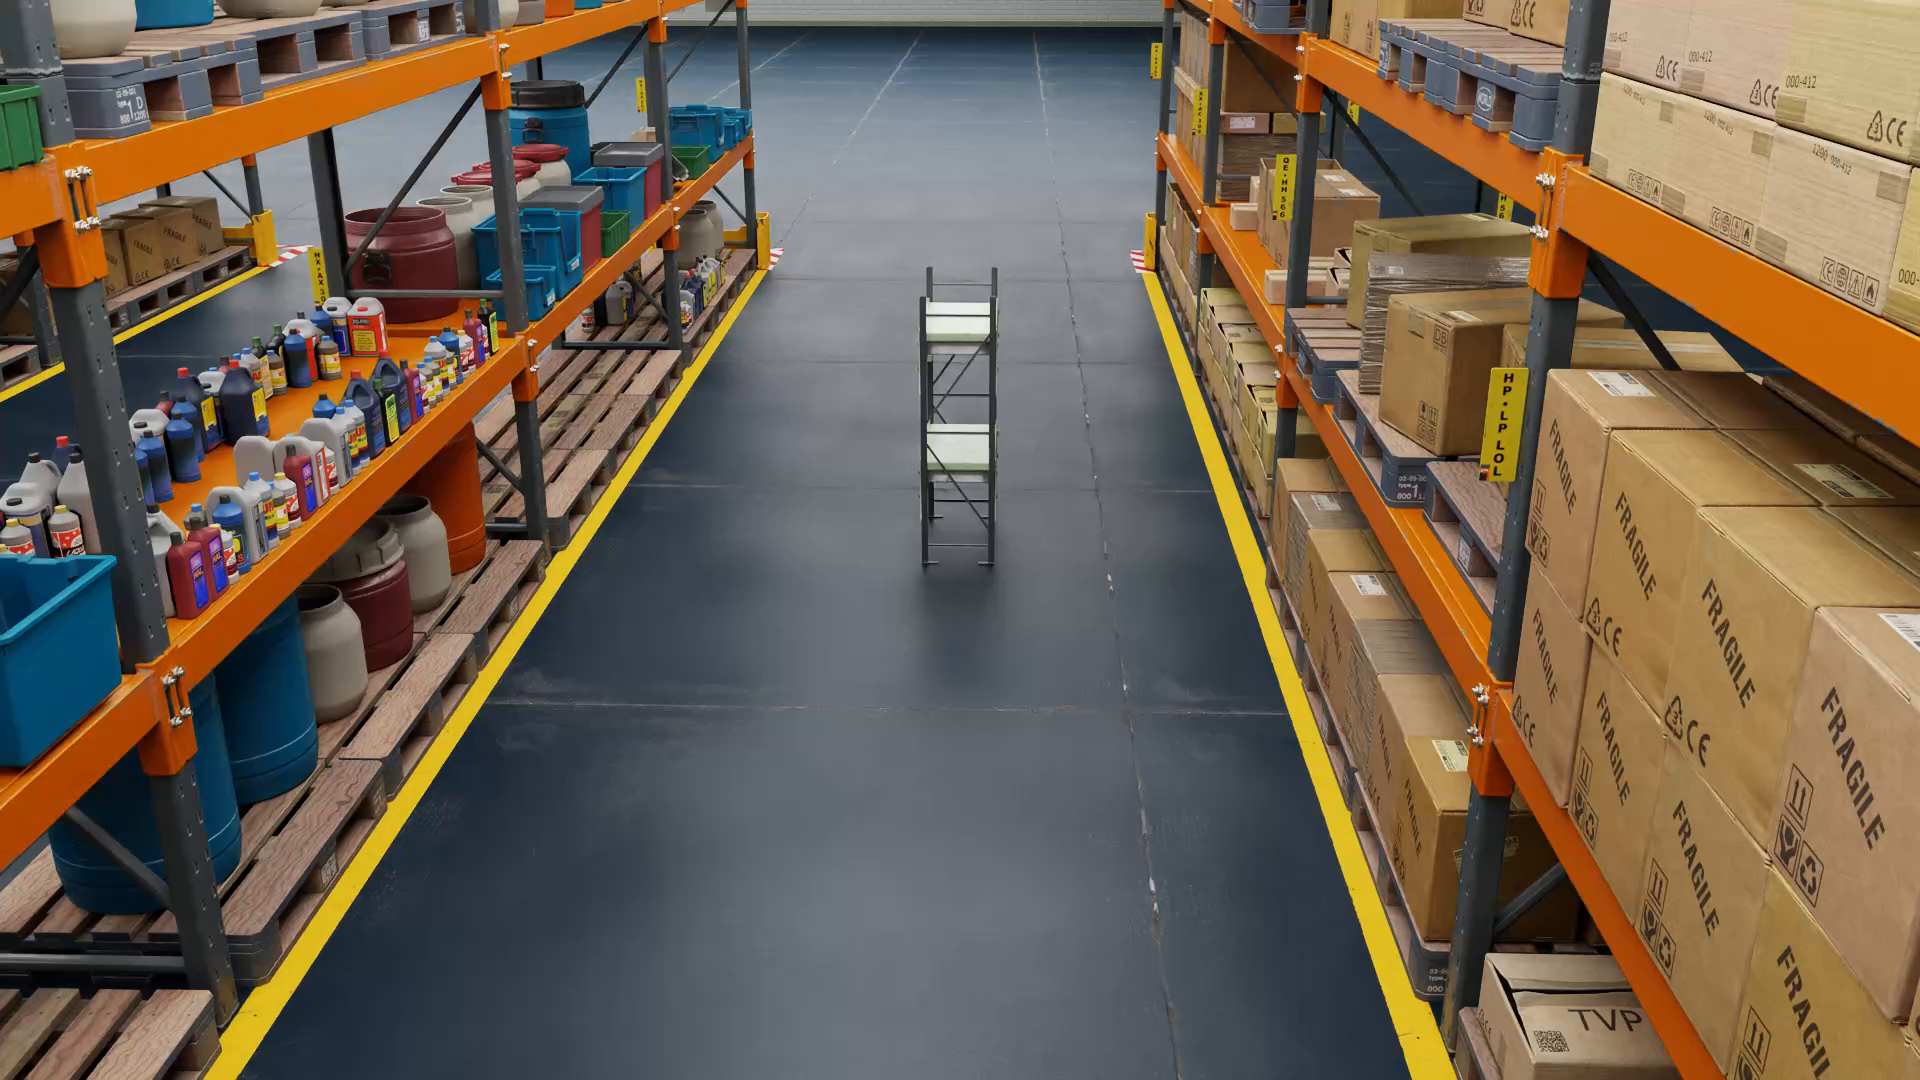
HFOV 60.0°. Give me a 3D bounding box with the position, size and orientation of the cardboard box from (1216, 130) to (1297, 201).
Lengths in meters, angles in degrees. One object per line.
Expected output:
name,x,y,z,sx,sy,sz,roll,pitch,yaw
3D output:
cardboard box,2.308,-2.872,12.646,0.700,0.500,0.500,0,21,0

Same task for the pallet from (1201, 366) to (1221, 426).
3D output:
pallet,2.317,-1.098,12.067,1.003,0.211,1.213,1,21,2

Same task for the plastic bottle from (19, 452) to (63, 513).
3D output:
plastic bottle,-3.193,-0.141,5.814,0.144,0.351,0.185,1,21,2

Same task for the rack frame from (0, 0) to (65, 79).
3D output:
rack frame,-2.893,-2.625,3.854,1.000,3.000,0.127,1,21,2

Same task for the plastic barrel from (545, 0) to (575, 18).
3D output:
plastic barrel,-2.510,-3.404,9.415,0.600,0.830,0.708,1,21,2

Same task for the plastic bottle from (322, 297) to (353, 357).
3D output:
plastic bottle,-3.108,-1.064,8.295,0.152,0.276,0.135,1,21,2

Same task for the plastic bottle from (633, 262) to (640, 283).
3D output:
plastic bottle,-2.898,-2.378,14.771,0.097,0.201,0.097,0,21,0

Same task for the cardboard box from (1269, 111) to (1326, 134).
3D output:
cardboard box,2.503,-3.109,12.360,0.380,0.149,0.250,1,21,2

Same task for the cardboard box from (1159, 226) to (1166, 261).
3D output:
cardboard box,2.184,-2.834,15.906,0.500,0.250,0.500,1,21,2

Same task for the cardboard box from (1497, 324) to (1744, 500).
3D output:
cardboard box,2.253,-0.433,5.779,0.700,0.500,0.500,4,22,10

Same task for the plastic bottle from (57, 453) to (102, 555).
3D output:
plastic bottle,-3.048,-0.140,5.810,0.144,0.351,0.185,1,21,2

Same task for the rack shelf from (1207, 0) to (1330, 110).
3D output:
rack shelf,2.240,-3.005,9.974,1.077,0.370,4.000,1,21,2

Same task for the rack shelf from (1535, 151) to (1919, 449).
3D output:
rack shelf,1.997,-0.112,2.520,1.077,0.370,4.000,1,21,2

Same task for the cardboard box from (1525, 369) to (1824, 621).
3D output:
cardboard box,1.762,-0.118,4.166,0.500,0.500,0.500,1,21,3

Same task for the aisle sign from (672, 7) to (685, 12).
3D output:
aisle sign,-2.819,-5.408,15.727,0.394,0.787,0.004,1,21,2

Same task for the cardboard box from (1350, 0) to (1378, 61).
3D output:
cardboard box,2.184,-2.321,7.080,0.910,0.500,0.500,1,21,2

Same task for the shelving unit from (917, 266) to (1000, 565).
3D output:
shelving unit,0.000,-0.702,9.264,0.431,1.500,0.755,1,21,2

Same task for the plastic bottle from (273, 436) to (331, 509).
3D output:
plastic bottle,-2.470,-0.268,6.245,0.152,0.276,0.135,1,21,2

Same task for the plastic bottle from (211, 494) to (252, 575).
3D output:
plastic bottle,-2.464,-0.022,5.616,0.097,0.271,0.097,0,21,0

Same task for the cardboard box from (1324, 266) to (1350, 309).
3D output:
cardboard box,2.234,-1.308,8.877,0.500,0.311,0.500,2,21,5

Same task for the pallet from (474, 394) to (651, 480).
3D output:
pallet,-2.670,-0.694,11.026,1.003,0.211,1.213,1,21,2

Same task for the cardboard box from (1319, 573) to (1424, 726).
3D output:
cardboard box,1.838,0.462,7.038,0.500,0.500,0.500,0,21,0

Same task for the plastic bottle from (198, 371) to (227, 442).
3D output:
plastic bottle,-3.150,-0.562,7.003,0.152,0.276,0.135,1,21,2

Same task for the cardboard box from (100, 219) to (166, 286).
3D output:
cardboard box,-7.537,-2.584,14.916,0.500,0.500,0.500,3,21,7

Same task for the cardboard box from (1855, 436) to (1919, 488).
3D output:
cardboard box,2.288,0.086,3.641,0.500,0.500,0.500,0,21,1

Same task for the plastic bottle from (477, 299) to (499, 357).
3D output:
plastic bottle,-2.358,-1.069,8.299,0.061,0.283,0.133,1,21,2

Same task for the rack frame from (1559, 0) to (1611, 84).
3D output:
rack frame,2.058,-2.569,3.711,1.000,3.000,0.127,1,21,2

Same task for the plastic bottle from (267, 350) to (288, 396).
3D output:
plastic bottle,-3.157,-0.772,7.646,0.097,0.201,0.097,0,21,0

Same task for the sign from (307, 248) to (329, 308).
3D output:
sign,-3.322,-1.354,8.647,0.100,0.325,0.005,1,21,2

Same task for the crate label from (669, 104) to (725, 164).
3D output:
crate label,-2.314,-3.515,14.393,0.502,0.435,0.616,1,21,2

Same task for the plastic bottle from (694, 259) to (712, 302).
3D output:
plastic bottle,-2.192,-2.200,14.107,0.144,0.351,0.185,0,21,1

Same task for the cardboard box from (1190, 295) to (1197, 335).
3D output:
cardboard box,2.096,-1.749,13.110,0.500,0.250,0.500,1,21,2

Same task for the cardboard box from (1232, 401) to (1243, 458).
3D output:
cardboard box,1.982,-0.694,10.391,0.500,0.250,0.500,1,21,3

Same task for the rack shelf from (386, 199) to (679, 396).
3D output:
rack shelf,-2.711,-1.662,10.661,1.077,0.370,4.000,1,21,2

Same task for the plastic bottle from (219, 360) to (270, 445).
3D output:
plastic bottle,-3.003,-0.587,6.962,0.144,0.351,0.185,1,21,2

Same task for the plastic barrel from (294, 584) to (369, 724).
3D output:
plastic barrel,-2.732,0.480,7.004,0.421,0.512,0.421,0,21,0

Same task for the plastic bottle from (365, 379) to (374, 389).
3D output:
plastic bottle,-2.463,-0.542,6.939,0.061,0.283,0.133,1,21,2

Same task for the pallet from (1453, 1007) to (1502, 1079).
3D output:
pallet,2.036,1.776,4.660,1.003,0.211,1.213,1,21,2

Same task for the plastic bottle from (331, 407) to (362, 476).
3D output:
plastic bottle,-2.432,-0.392,6.570,0.097,0.271,0.097,0,21,0

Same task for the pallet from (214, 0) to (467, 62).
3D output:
pallet,-2.893,-2.309,7.449,1.003,0.211,1.213,1,21,2

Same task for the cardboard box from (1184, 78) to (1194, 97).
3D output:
cardboard box,2.165,-3.947,14.521,0.380,0.149,0.250,0,21,0

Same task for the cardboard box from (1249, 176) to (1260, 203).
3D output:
cardboard box,2.330,-2.417,11.818,0.500,0.250,0.500,2,21,5

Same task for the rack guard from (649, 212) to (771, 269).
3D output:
rack guard,-2.484,-2.974,16.502,1.175,0.500,0.348,1,21,2

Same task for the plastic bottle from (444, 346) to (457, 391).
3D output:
plastic bottle,-2.395,-0.800,7.720,0.097,0.201,0.097,0,21,0

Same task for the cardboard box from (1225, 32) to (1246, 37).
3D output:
cardboard box,2.322,-3.660,12.882,0.700,0.500,0.500,1,21,1

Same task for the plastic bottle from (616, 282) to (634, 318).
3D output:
plastic bottle,-2.764,-1.969,13.614,0.152,0.276,0.135,1,21,2

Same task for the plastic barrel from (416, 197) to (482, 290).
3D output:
plastic barrel,-2.954,-1.701,9.611,0.421,0.512,0.421,0,21,0

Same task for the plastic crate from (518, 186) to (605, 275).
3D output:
plastic crate,-2.417,-1.885,10.153,0.402,0.464,0.583,1,21,2

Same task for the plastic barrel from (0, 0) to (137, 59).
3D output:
plastic barrel,-2.627,-1.673,4.780,0.433,0.535,0.433,0,21,0

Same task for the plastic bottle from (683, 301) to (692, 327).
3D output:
plastic bottle,-2.196,-1.805,13.295,0.097,0.201,0.097,0,21,0

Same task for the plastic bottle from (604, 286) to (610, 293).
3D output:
plastic bottle,-2.913,-1.996,13.581,0.144,0.351,0.185,0,21,-1

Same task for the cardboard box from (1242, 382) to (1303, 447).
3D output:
cardboard box,1.958,-0.774,9.823,0.500,0.311,0.500,0,21,1

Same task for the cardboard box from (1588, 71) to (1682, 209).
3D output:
cardboard box,1.795,-0.928,3.834,0.500,0.250,0.500,1,21,2

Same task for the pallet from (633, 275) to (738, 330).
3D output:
pallet,-2.554,-2.105,14.663,1.003,0.211,1.213,1,21,2

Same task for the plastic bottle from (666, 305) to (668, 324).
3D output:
plastic bottle,-2.326,-1.888,13.395,0.061,0.283,0.133,1,21,2
